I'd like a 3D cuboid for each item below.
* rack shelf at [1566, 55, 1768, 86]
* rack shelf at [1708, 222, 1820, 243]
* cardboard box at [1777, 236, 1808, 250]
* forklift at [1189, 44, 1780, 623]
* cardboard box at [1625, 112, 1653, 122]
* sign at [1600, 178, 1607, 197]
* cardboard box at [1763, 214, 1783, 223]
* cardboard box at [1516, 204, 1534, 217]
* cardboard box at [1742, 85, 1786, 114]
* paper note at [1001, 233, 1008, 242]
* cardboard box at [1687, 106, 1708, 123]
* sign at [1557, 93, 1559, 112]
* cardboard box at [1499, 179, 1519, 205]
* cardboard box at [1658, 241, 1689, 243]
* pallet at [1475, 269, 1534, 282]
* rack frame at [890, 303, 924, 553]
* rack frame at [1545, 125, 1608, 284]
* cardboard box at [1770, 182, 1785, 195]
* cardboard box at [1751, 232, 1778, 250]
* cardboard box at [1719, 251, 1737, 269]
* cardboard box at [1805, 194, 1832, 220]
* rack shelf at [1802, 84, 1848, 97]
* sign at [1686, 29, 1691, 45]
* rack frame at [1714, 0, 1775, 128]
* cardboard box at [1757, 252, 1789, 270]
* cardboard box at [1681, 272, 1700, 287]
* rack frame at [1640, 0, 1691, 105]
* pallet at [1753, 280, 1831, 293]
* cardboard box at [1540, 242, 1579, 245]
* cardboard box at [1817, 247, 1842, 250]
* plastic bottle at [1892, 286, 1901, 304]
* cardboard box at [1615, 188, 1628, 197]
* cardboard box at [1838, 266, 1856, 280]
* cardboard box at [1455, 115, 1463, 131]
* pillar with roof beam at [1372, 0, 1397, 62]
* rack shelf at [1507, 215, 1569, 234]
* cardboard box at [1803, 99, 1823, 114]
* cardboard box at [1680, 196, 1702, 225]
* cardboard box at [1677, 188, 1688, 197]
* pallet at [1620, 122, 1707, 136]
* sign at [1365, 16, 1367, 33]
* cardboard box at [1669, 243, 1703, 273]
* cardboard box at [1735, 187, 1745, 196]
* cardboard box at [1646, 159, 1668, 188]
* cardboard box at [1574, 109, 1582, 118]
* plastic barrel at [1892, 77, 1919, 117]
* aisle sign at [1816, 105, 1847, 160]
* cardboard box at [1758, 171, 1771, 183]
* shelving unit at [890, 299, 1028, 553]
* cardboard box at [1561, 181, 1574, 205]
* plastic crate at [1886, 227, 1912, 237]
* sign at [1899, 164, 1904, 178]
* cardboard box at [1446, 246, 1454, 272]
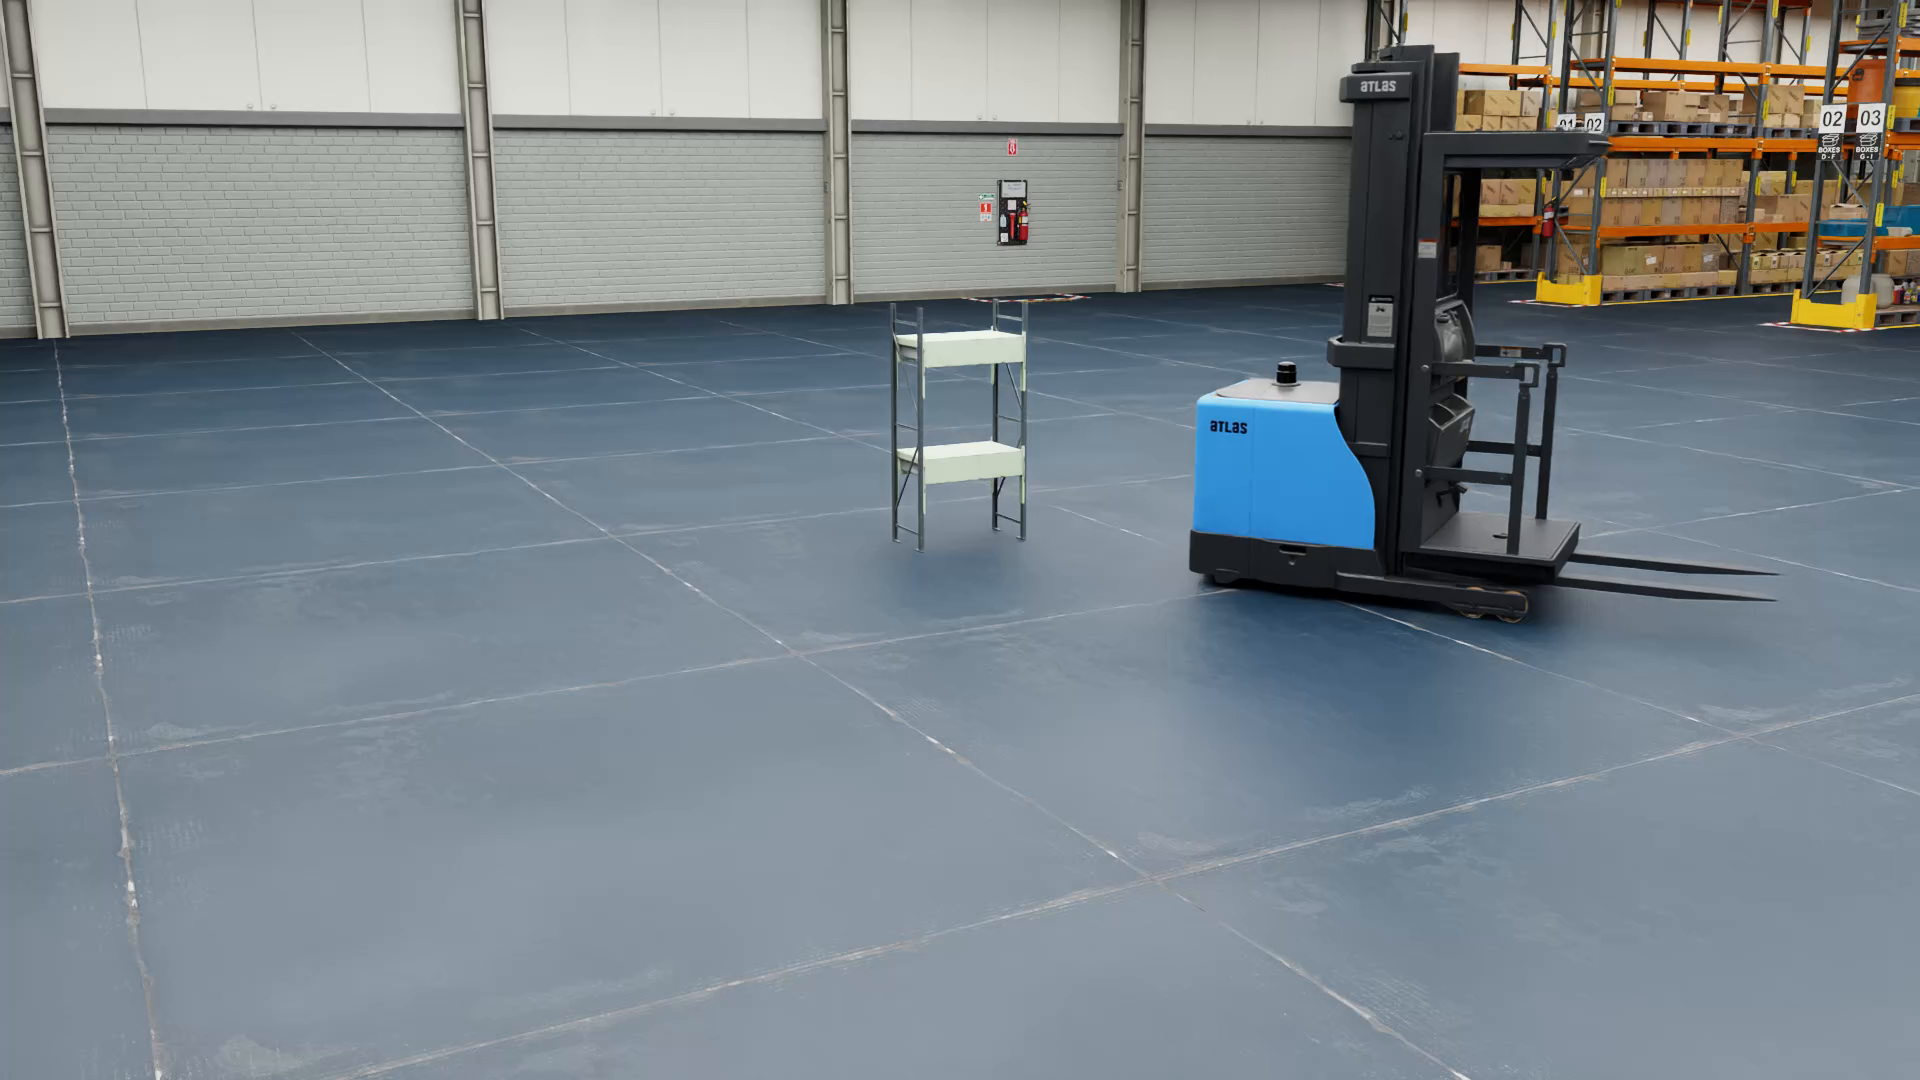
[{"bbox_3d":[12.385,-8.207,29.128,4.000,0.370,1.077,-7,14,-28],"label":"rack shelf"},{"bbox_3d":[15.896,-5.896,31.613,4.000,0.370,1.077,-7,14,-28],"label":"rack shelf"},{"bbox_3d":[19.491,-6.876,39.069,0.500,0.500,0.700,-7,14,-27],"label":"cardboard box"},{"bbox_3d":[2.863,-1.130,8.956,3.031,2.935,1.130,6,14,26],"label":"forklift"},{"bbox_3d":[11.746,-7.319,28.765,0.250,0.149,0.380,-7,14,-28],"label":"cardboard box"},{"bbox_3d":[10.890,-5.969,28.147,0.005,0.325,0.100,-7,14,-28],"label":"sign"},{"bbox_3d":[15.016,-5.968,30.866,0.250,0.149,0.380,-7,14,-28],"label":"cardboard box"},{"bbox_3d":[11.493,-6.819,34.373,0.500,0.250,0.500,-7,14,-28],"label":"cardboard box"},{"bbox_3d":[14.701,-8.054,30.412,0.500,0.500,0.500,-7,14,-27],"label":"cardboard box"},{"bbox_3d":[0.810,-5.491,30.183,0.142,0.148,0.016,-7,14,-28],"label":"paper note"},{"bbox_3d":[13.098,-7.670,29.956,0.500,0.311,0.500,-8,15,-31],"label":"cardboard box"},{"bbox_3d":[10.381,-7.578,28.783,0.005,0.325,0.100,-7,14,-28],"label":"sign"},{"bbox_3d":[11.061,-7.130,34.047,0.500,0.500,0.500,-7,14,-28],"label":"cardboard box"},{"bbox_3d":[13.148,-5.223,30.583,0.500,0.500,0.500,-7,14,-28],"label":"cardboard box"},{"bbox_3d":[11.191,-5.553,34.801,1.213,0.211,1.003,-7,14,-28],"label":"pallet"},{"bbox_3d":[-0.327,-0.692,10.270,0.023,1.500,0.400,-7,14,-28],"label":"rack frame"},{"bbox_3d":[10.629,-5.615,28.729,0.127,3.000,1.000,-7,14,-28],"label":"rack frame"},{"bbox_3d":[18.501,-7.939,38.101,0.500,0.500,0.500,-7,15,-29],"label":"cardboard box"},{"bbox_3d":[18.277,-6.895,38.354,0.750,0.750,0.750,-7,14,-27],"label":"cardboard box"},{"bbox_3d":[14.358,-5.271,31.228,0.500,0.311,0.500,-7,14,-28],"label":"cardboard box"},{"bbox_3d":[16.186,-6.326,31.660,0.500,0.500,0.500,-8,15,-31],"label":"cardboard box"},{"bbox_3d":[20.541,-10.423,38.978,4.000,0.370,1.077,-7,14,-28],"label":"rack shelf"},{"bbox_3d":[15.543,-10.729,35.479,0.005,0.325,0.100,-7,14,-28],"label":"sign"},{"bbox_3d":[14.140,-8.963,29.940,0.127,3.000,1.000,-7,14,-28],"label":"rack frame"},{"bbox_3d":[15.064,-5.220,31.003,0.500,0.311,0.500,-7,14,-29],"label":"cardboard box"},{"bbox_3d":[12.962,-4.703,29.979,0.500,0.250,0.500,-7,14,-28],"label":"cardboard box"},{"bbox_3d":[15.274,-10.338,36.050,0.127,3.000,1.000,-7,14,-28],"label":"rack frame"},{"bbox_3d":[15.840,-4.890,31.857,1.213,0.211,1.003,-7,14,-28],"label":"pallet"},{"bbox_3d":[12.831,-6.130,35.708,0.500,0.500,0.700,-7,15,-29],"label":"cardboard box"},{"bbox_3d":[17.051,-5.596,32.670,0.500,0.311,0.500,-6,14,-26],"label":"cardboard box"},{"bbox_3d":[14.636,-3.845,26.065,0.135,0.276,0.152,-7,14,-27],"label":"plastic bottle"},{"bbox_3d":[11.307,-6.009,28.772,0.250,0.149,0.380,-7,15,-29],"label":"cardboard box"},{"bbox_3d":[16.856,-5.163,32.026,0.500,0.250,0.500,-7,14,-29],"label":"cardboard box"},{"bbox_3d":[9.608,-8.184,33.036,0.500,0.500,0.500,-6,14,-25],"label":"cardboard box"},{"bbox_3d":[10.515,-8.907,29.692,0.400,9.000,9.100,-7,14,-28],"label":"pillar with roof beam"},{"bbox_3d":[13.519,-6.850,35.853,4.000,0.370,1.077,-7,14,-28],"label":"rack shelf"},{"bbox_3d":[19.545,-9.863,38.220,0.500,0.500,0.500,-7,14,-28],"label":"cardboard box"},{"bbox_3d":[12.852,-5.928,29.892,0.500,0.500,0.700,-7,14,-27],"label":"cardboard box"},{"bbox_3d":[12.657,-6.170,29.487,0.250,0.149,0.380,-6,14,-26],"label":"cardboard box"},{"bbox_3d":[12.334,-7.234,29.292,1.213,0.211,1.003,-7,14,-28],"label":"pallet"},{"bbox_3d":[8.004,-10.139,32.676,0.005,0.325,0.100,-7,14,-28],"label":"sign"},{"bbox_3d":[12.956,-5.071,29.908,0.500,0.500,0.500,-7,14,-28],"label":"cardboard box"},{"bbox_3d":[14.004,-6.332,30.206,0.250,0.149,0.380,-7,14,-28],"label":"cardboard box"},{"bbox_3d":[11.993,-6.459,29.295,0.500,0.500,0.700,-7,14,-28],"label":"cardboard box"},{"bbox_3d":[13.364,-8.879,35.216,0.500,0.500,0.500,-7,15,-30],"label":"cardboard box"},{"bbox_3d":[13.939,-6.565,24.731,0.600,0.588,0.600,0,13,0],"label":"plastic barrel"},{"bbox_3d":[12.794,-5.978,24.421,0.004,0.787,0.394,-7,14,-28],"label":"aisle sign"},{"bbox_3d":[18.044,-8.251,37.783,0.500,0.250,0.500,-6,14,-27],"label":"cardboard box"},{"bbox_3d":[-0.006,-0.731,10.441,0.755,1.500,0.431,-7,14,-28],"label":"shelving unit"},{"bbox_3d":[12.720,-7.358,35.244,0.500,0.500,0.700,-5,14,-22],"label":"cardboard box"},{"bbox_3d":[13.939,-4.564,24.658,0.250,0.136,0.298,-7,14,-28],"label":"plastic crate"},{"bbox_3d":[22.544,-8.827,39.824,0.005,0.325,0.100,-7,14,-28],"label":"sign"},{"bbox_3d":[10.071,-5.748,34.009,0.500,0.500,0.700,-8,15,-31],"label":"cardboard box"}]
